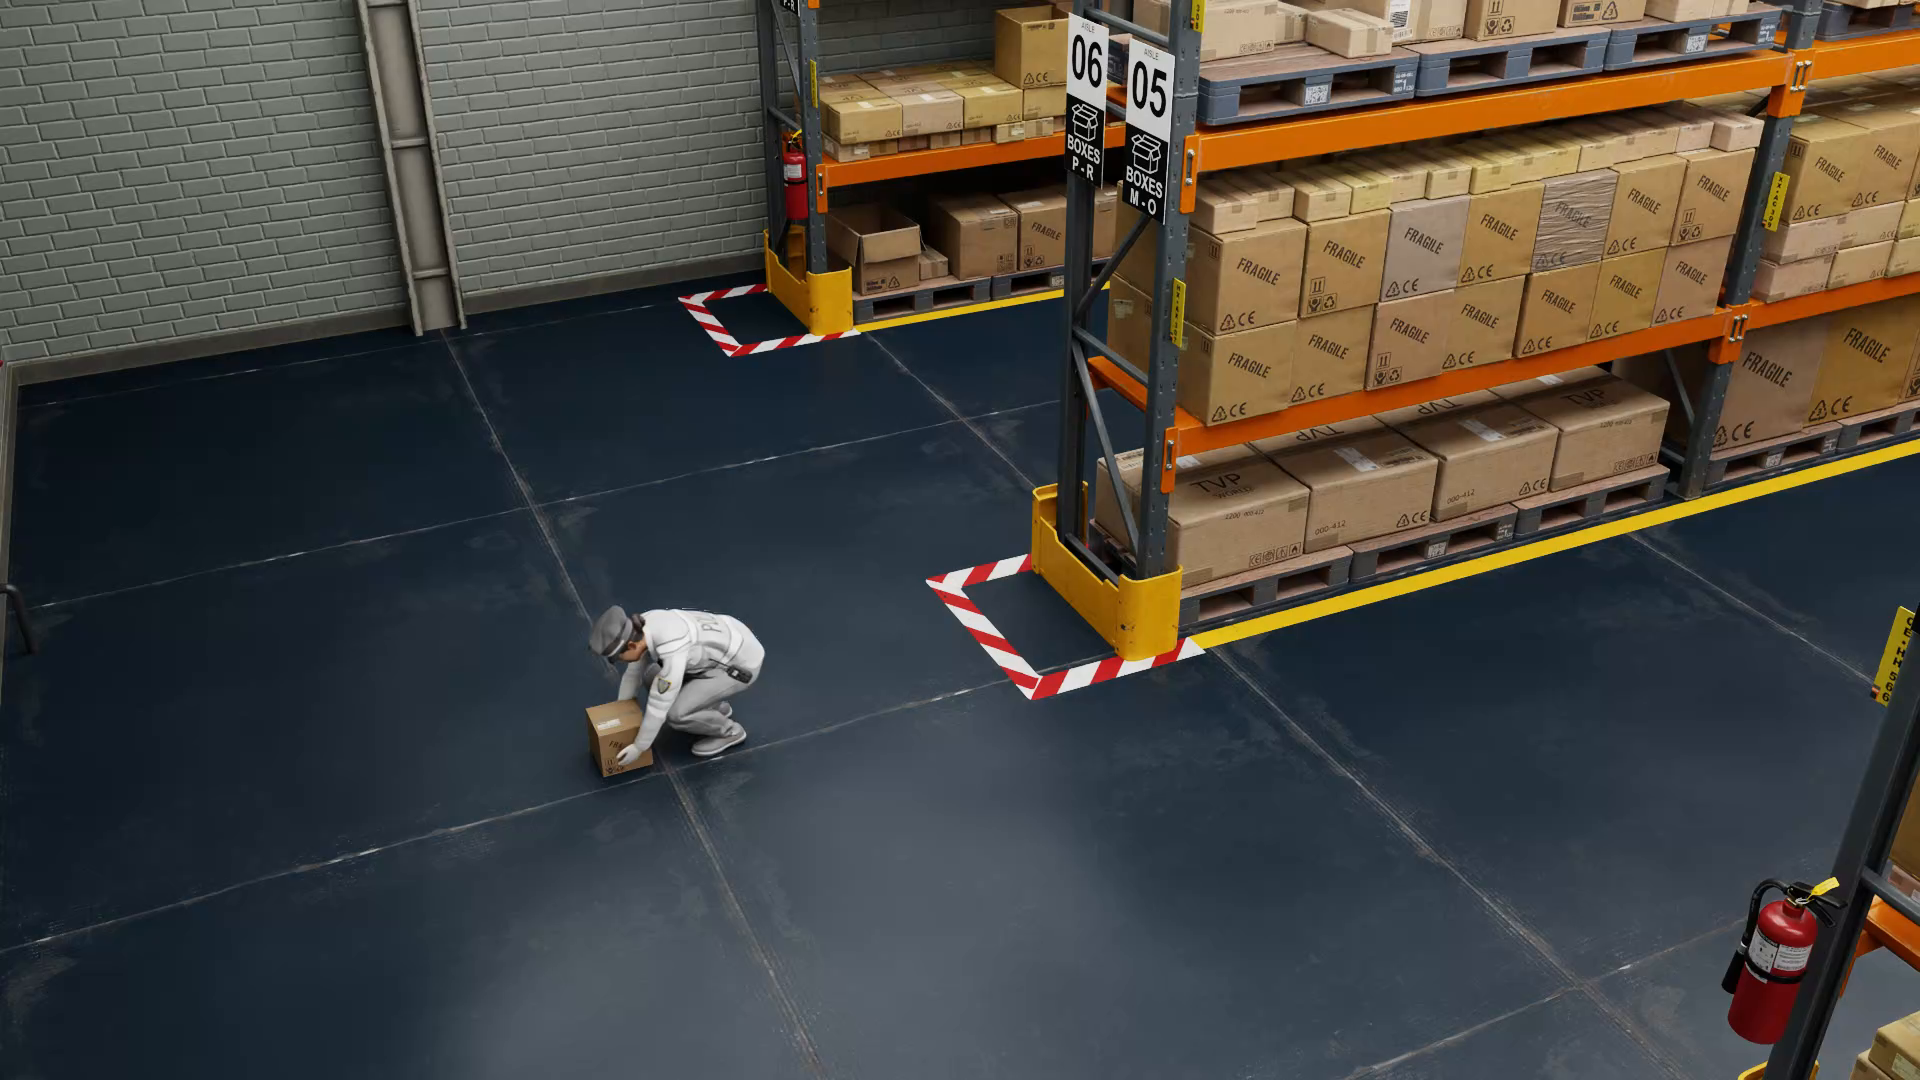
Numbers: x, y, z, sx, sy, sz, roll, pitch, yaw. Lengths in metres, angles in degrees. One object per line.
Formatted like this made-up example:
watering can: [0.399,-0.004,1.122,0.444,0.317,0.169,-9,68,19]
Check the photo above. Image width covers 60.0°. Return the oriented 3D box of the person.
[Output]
person: [-1.380,0.638,8.129,0.856,0.876,0.483,-13,32,-22]
